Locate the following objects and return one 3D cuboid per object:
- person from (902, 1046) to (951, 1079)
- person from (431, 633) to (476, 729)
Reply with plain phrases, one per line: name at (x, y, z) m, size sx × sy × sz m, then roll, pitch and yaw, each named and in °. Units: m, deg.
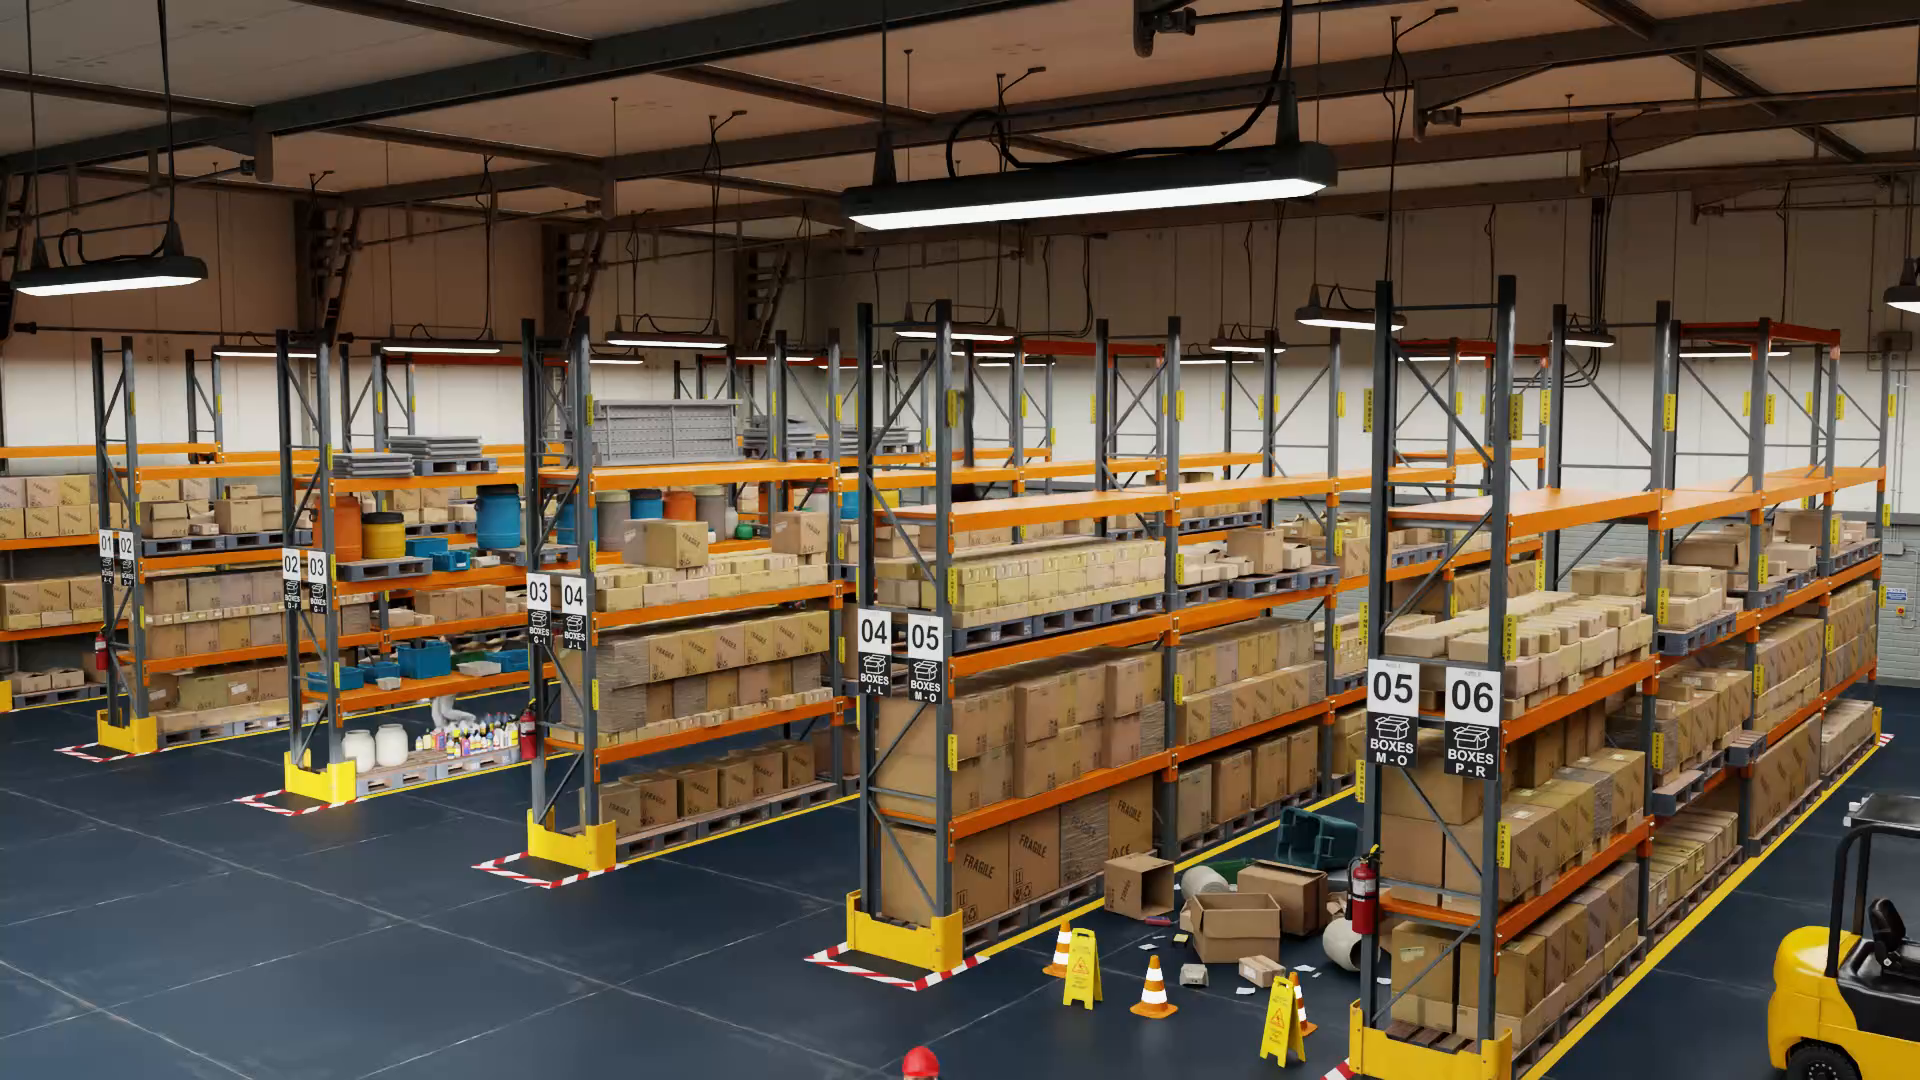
person at (-0.228, 3.535, 9.180) m, size 0.655 × 1.716 × 0.841 m, roll -1°, pitch 5°, yaw -8°
person at (-7.597, 2.201, 24.783) m, size 0.697 × 1.613 × 0.563 m, roll -5°, pitch 7°, yaw -43°
